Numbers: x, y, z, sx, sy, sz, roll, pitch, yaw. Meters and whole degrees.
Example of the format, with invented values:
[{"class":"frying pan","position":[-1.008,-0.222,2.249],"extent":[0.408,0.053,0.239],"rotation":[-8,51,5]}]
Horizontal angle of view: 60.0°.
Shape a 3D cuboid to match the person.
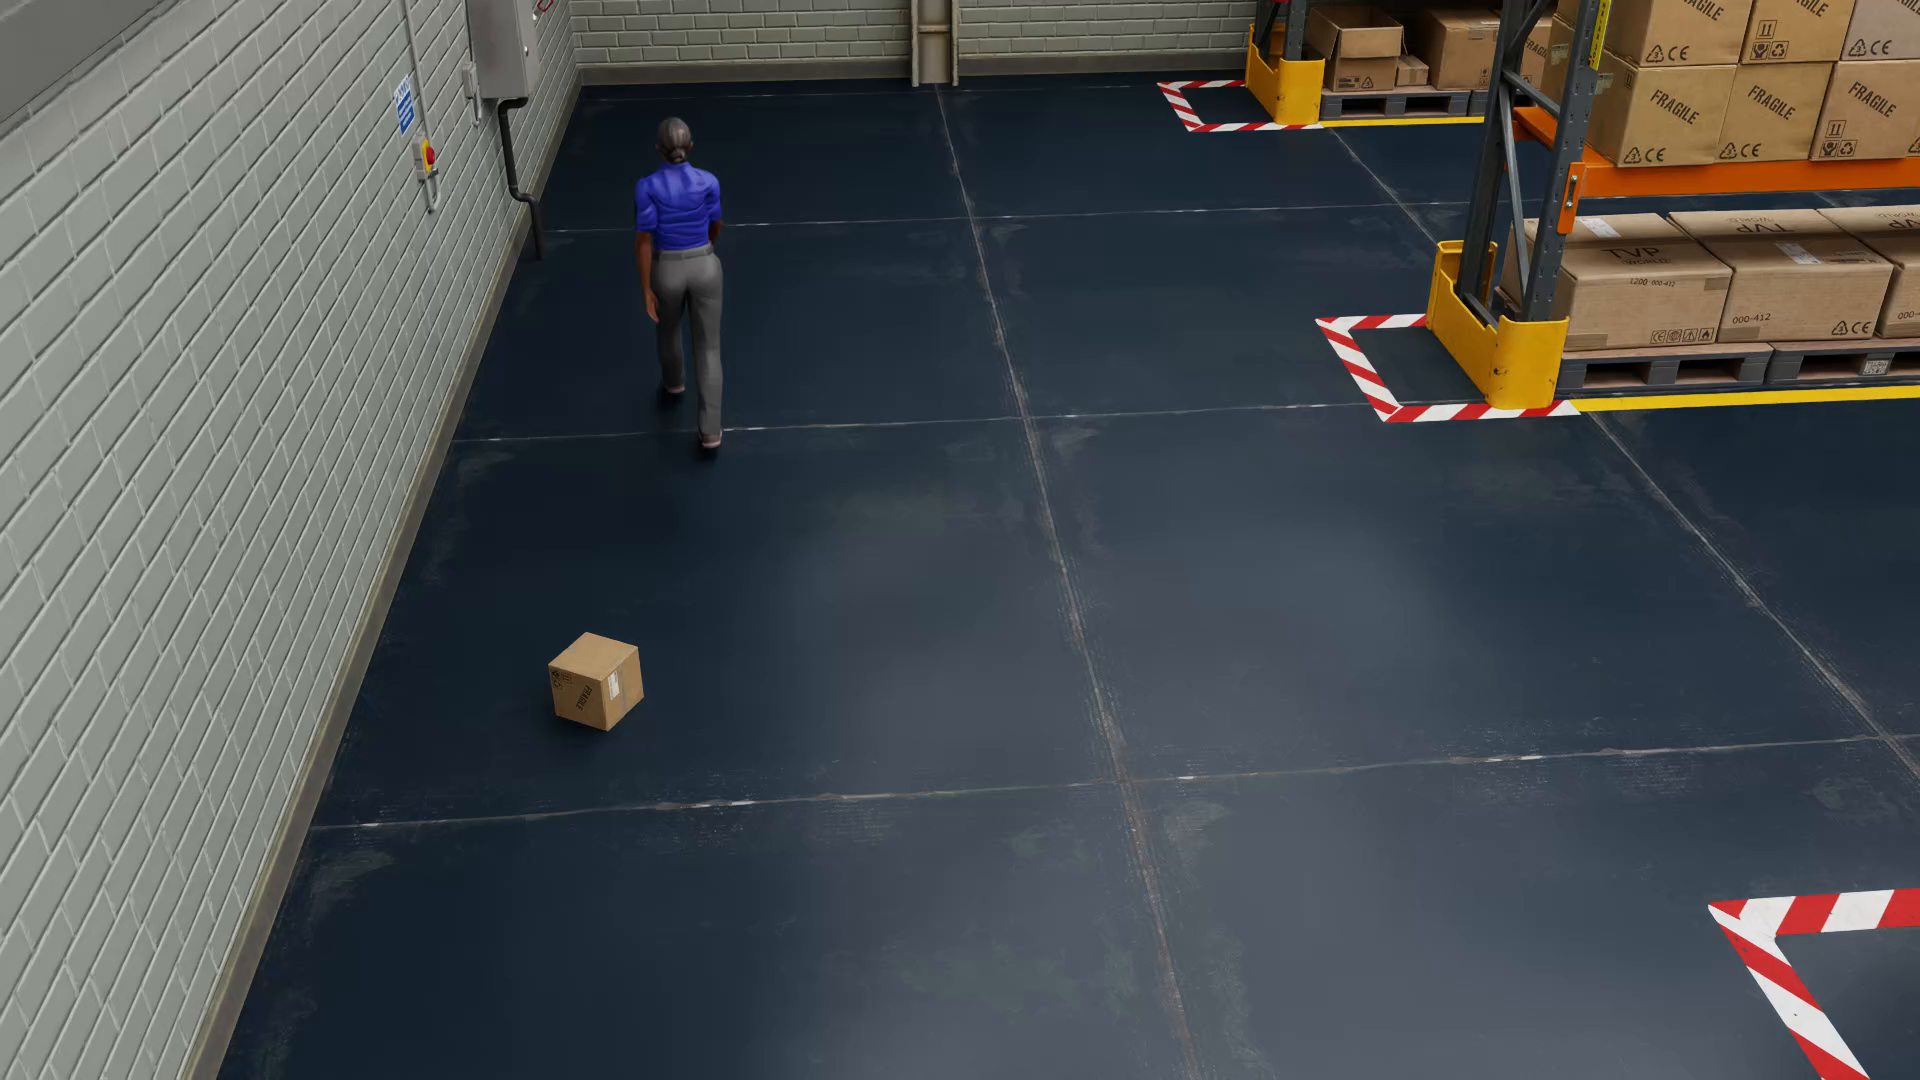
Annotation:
[{"class":"person","position":[-1.390,-1.349,8.335],"extent":[0.443,1.604,0.967],"rotation":[-5,32,-9]}]
